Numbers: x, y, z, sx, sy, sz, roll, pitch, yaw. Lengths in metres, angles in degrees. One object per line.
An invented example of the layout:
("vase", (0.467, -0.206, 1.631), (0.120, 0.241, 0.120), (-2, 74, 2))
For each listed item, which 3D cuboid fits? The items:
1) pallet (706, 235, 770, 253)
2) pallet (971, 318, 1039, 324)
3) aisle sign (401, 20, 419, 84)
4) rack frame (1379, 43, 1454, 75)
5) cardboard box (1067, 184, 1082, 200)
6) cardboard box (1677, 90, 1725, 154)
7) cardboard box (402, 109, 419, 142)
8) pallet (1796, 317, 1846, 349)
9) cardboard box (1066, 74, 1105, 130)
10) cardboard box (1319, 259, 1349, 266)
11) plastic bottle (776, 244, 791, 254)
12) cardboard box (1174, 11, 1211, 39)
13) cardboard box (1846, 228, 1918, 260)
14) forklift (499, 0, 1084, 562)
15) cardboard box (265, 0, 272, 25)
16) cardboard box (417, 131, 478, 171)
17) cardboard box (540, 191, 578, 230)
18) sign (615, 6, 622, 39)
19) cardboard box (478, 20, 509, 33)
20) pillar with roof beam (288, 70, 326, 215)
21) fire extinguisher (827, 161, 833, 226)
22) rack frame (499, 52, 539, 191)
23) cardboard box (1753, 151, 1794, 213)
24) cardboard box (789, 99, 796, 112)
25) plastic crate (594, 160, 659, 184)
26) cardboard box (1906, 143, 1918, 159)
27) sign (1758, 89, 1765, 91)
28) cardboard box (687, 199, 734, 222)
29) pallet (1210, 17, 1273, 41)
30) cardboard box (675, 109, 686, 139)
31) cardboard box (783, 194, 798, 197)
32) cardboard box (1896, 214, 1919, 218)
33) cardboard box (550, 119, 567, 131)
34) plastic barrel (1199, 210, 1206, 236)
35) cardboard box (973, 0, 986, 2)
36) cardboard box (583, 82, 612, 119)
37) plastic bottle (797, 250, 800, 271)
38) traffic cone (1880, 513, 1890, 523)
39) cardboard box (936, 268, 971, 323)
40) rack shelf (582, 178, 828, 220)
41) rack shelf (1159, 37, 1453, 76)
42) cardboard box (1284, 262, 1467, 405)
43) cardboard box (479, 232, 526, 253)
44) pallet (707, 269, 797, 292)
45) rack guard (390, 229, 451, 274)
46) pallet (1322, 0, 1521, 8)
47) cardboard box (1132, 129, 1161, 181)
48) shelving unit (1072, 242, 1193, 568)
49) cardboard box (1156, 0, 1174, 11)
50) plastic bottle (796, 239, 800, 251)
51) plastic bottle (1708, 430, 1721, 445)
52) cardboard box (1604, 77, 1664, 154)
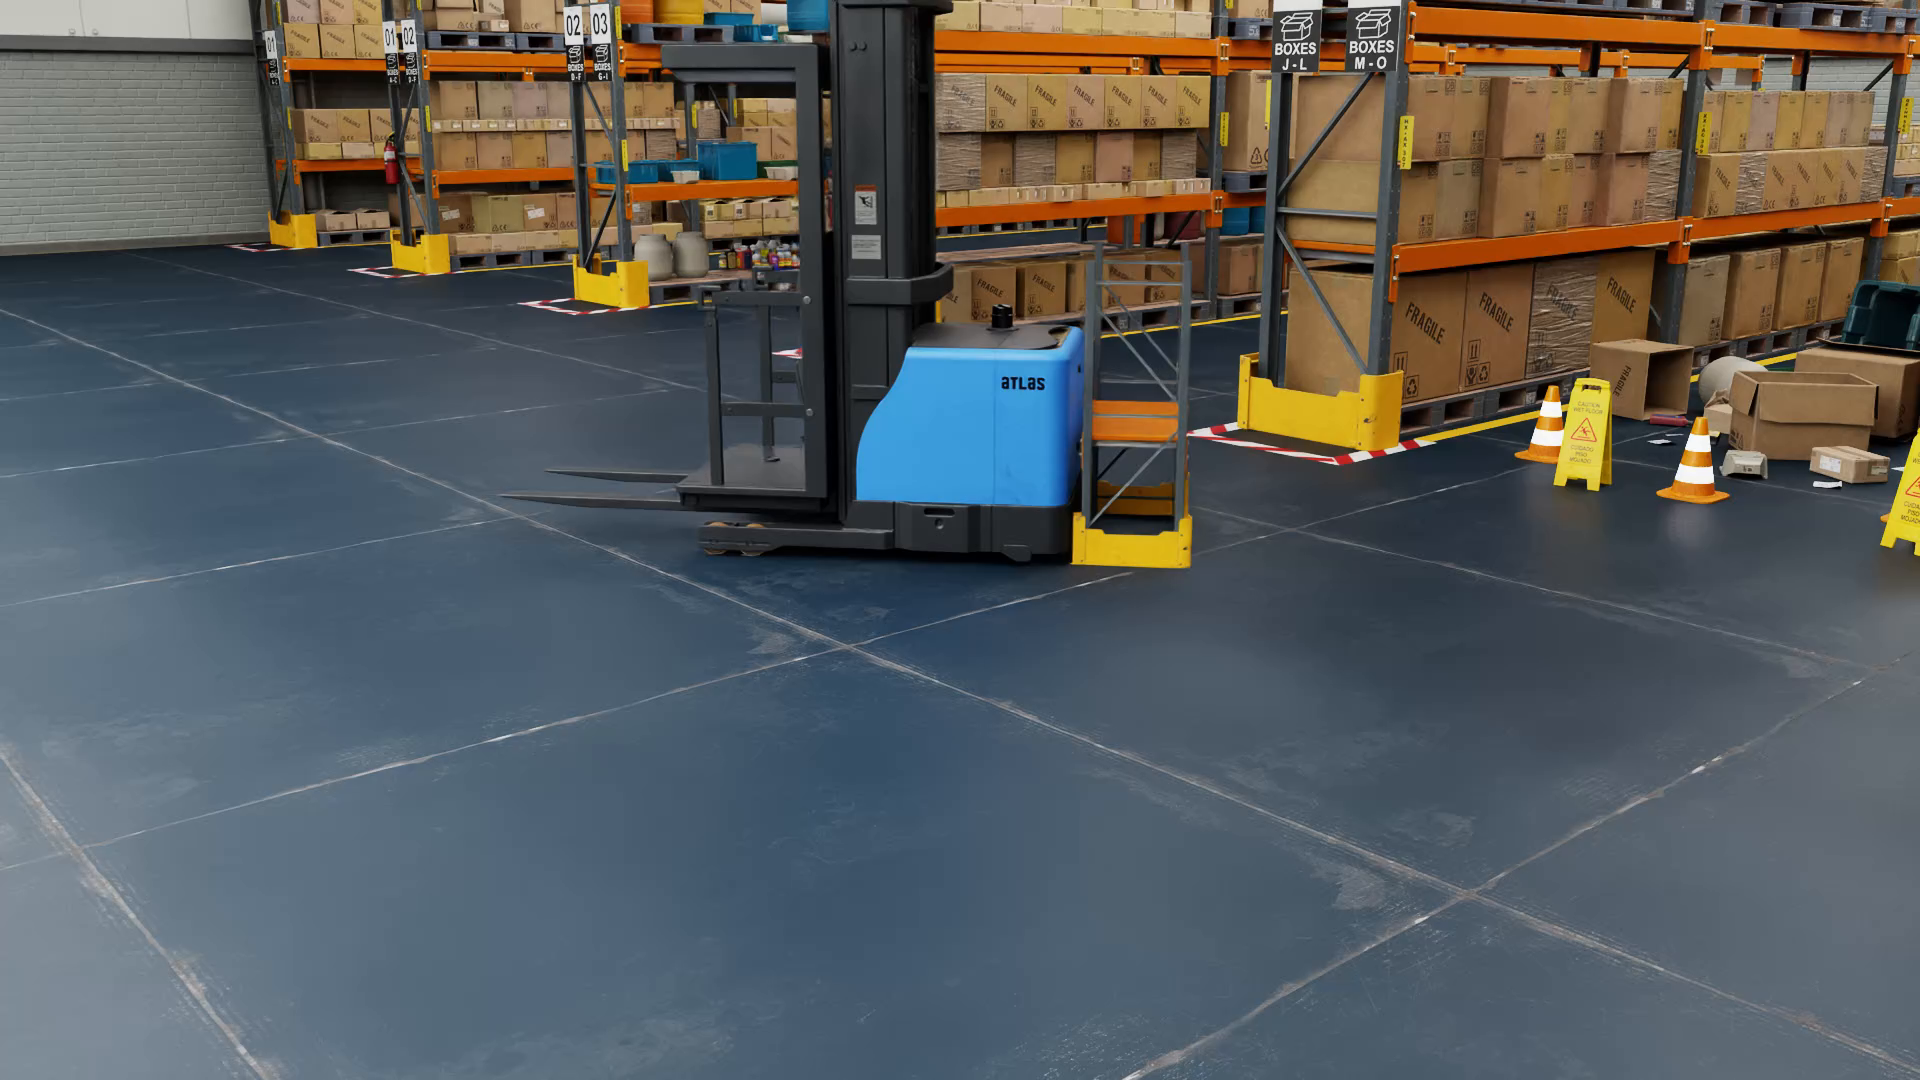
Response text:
("pallet", (-3.669, -4.546, 25.359), (1.213, 0.211, 1.003), (-13, 19, -39))
("pallet", (-0.023, -1.950, 15.642), (1.213, 0.211, 1.003), (-13, 19, -39))
("aisle sign", (-7.065, -6.268, 21.366), (0.004, 0.787, 0.394), (-13, 19, -39))
("rack frame", (5.319, -4.509, 19.818), (0.127, 3.000, 1.000), (-13, 19, -39))
("cardboard box", (0.952, -3.338, 15.920), (0.250, 0.149, 0.380), (-13, 19, -39))
("cardboard box", (5.851, -3.465, 13.779), (0.500, 0.500, 0.700), (-13, 20, -40))
("cardboard box", (-8.759, -6.626, 26.544), (0.500, 0.500, 0.500), (-12, 19, -38))
("pallet", (7.854, -2.060, 16.054), (1.213, 0.211, 1.003), (-13, 19, -39))
("cardboard box", (1.009, -4.123, 15.666), (0.500, 0.500, 0.500), (-13, 19, -39))
("cardboard box", (3.993, -3.203, 18.919), (0.500, 0.500, 0.700), (-11, 18, -35))
("plastic bottle", (-2.179, -3.508, 20.495), (0.135, 0.276, 0.152), (-13, 19, -39))
("cardboard box", (2.128, -5.080, 16.434), (0.500, 0.250, 0.500), (-12, 19, -37))
("cardboard box", (9.177, -2.953, 16.571), (0.500, 0.250, 0.500), (-14, 20, -42))
("forklift", (-0.888, -1.463, 8.548), (3.031, 2.935, 1.130), (2, 15, 8))
("cardboard box", (-10.318, -8.161, 25.507), (0.500, 0.500, 0.500), (-12, 19, -37))
("cardboard box", (-6.856, -5.208, 22.241), (0.500, 0.500, 0.700), (-13, 19, -39))
("cardboard box", (-5.533, -4.621, 23.298), (0.500, 0.500, 0.500), (-13, 19, -39))
("sign", (-3.610, -5.464, 17.562), (0.005, 0.325, 0.100), (-13, 19, -39))
("cardboard box", (-6.213, -6.846, 22.157), (0.250, 0.149, 0.380), (-13, 19, -39))
("pillar with roof beam", (-7.685, -8.394, 22.737), (0.400, 9.000, 9.100), (-13, 19, -39))
("fire extinguisher", (-1.105, -3.187, 15.018), (0.183, 0.674, 0.296), (-13, 19, -39))
("rack frame", (-7.454, -6.724, 28.112), (0.127, 3.000, 1.000), (-13, 19, -39))
("cardboard box", (6.813, -3.104, 14.363), (0.500, 0.500, 0.500), (-13, 20, -40))
("cardboard box", (-3.145, -8.169, 31.259), (0.500, 0.250, 0.500), (-12, 19, -39))
("plastic crate", (-3.787, -4.189, 18.909), (0.616, 0.251, 0.499), (-13, 19, -39))
("cardboard box", (9.198, -3.841, 16.413), (0.250, 0.149, 0.380), (-11, 19, -37))
("sign", (11.699, -6.430, 24.307), (0.005, 0.325, 0.100), (-13, 19, -39))
("cardboard box", (-3.724, -4.927, 24.812), (0.500, 0.311, 0.500), (-13, 19, -39))
("pallet", (2.837, -5.274, 17.232), (1.003, 0.211, 1.213), (-13, 19, -39))
("cardboard box", (-5.188, -7.481, 29.899), (0.700, 0.500, 0.500), (14, 20, 42))
("cardboard box", (-2.546, -5.375, 26.489), (0.500, 0.311, 0.500), (-13, 20, -41))
("cardboard box", (10.785, -3.488, 18.571), (0.500, 0.250, 0.500), (-14, 20, -42))
("cardboard box", (-5.619, -5.729, 22.936), (0.250, 0.149, 0.380), (-12, 19, -39))
("plastic barrel", (3.644, -4.865, 25.157), (0.421, 0.512, 0.421), (0, 15, 0))
("cardboard box", (0.012, -4.817, 14.675), (0.250, 0.149, 0.380), (-13, 20, -40))
("cardboard box", (-5.288, -6.189, 23.399), (0.500, 0.500, 0.700), (-13, 20, -39))
("plastic bottle", (-1.909, -3.368, 19.982), (0.097, 0.271, 0.097), (0, 15, 0))
("traffic cone", (5.266, -0.323, 9.062), (0.334, 0.463, 0.336), (-13, 19, -39))
("cardboard box", (-0.234, -2.252, 15.397), (0.500, 0.500, 0.500), (-9, 17, -29))
("rack shelf", (-2.459, -4.109, 19.715), (4.000, 0.370, 1.077), (-13, 19, -39))
("rack shelf", (3.810, -5.272, 18.255), (4.000, 0.370, 1.077), (-13, 19, -39))
("cardboard box", (2.931, -1.475, 11.764), (0.875, 0.875, 0.875), (-13, 19, -39))
("cardboard box", (-6.291, -4.090, 22.765), (0.500, 0.250, 0.500), (-13, 19, -39))
("pallet", (-2.405, -3.135, 20.078), (1.213, 0.211, 1.003), (-13, 19, -39))
("rack guard", (-7.235, -3.871, 22.274), (0.348, 0.500, 1.175), (-13, 19, -39))
("pallet", (3.016, -3.705, 11.168), (1.213, 0.211, 1.003), (-13, 19, -39))
("cardboard box", (1.521, -3.881, 16.698), (0.500, 0.500, 0.875), (-13, 19, -39))
("shelving unit", (0.912, -0.731, 8.581), (0.587, 1.500, 1.083), (2, 15, 7))
("cardboard box", (1.852, -5.203, 16.120), (0.250, 0.149, 0.380), (-14, 20, -42))
("plastic bottle", (-1.974, -3.640, 20.847), (0.185, 0.351, 0.144), (-14, 20, -42))
("plastic bottle", (5.069, -0.700, 11.251), (0.133, 0.061, 0.283), (8, 17, 28))
("cardboard box", (4.841, -3.271, 12.801), (0.550, 0.550, 0.875), (-13, 19, -39))
